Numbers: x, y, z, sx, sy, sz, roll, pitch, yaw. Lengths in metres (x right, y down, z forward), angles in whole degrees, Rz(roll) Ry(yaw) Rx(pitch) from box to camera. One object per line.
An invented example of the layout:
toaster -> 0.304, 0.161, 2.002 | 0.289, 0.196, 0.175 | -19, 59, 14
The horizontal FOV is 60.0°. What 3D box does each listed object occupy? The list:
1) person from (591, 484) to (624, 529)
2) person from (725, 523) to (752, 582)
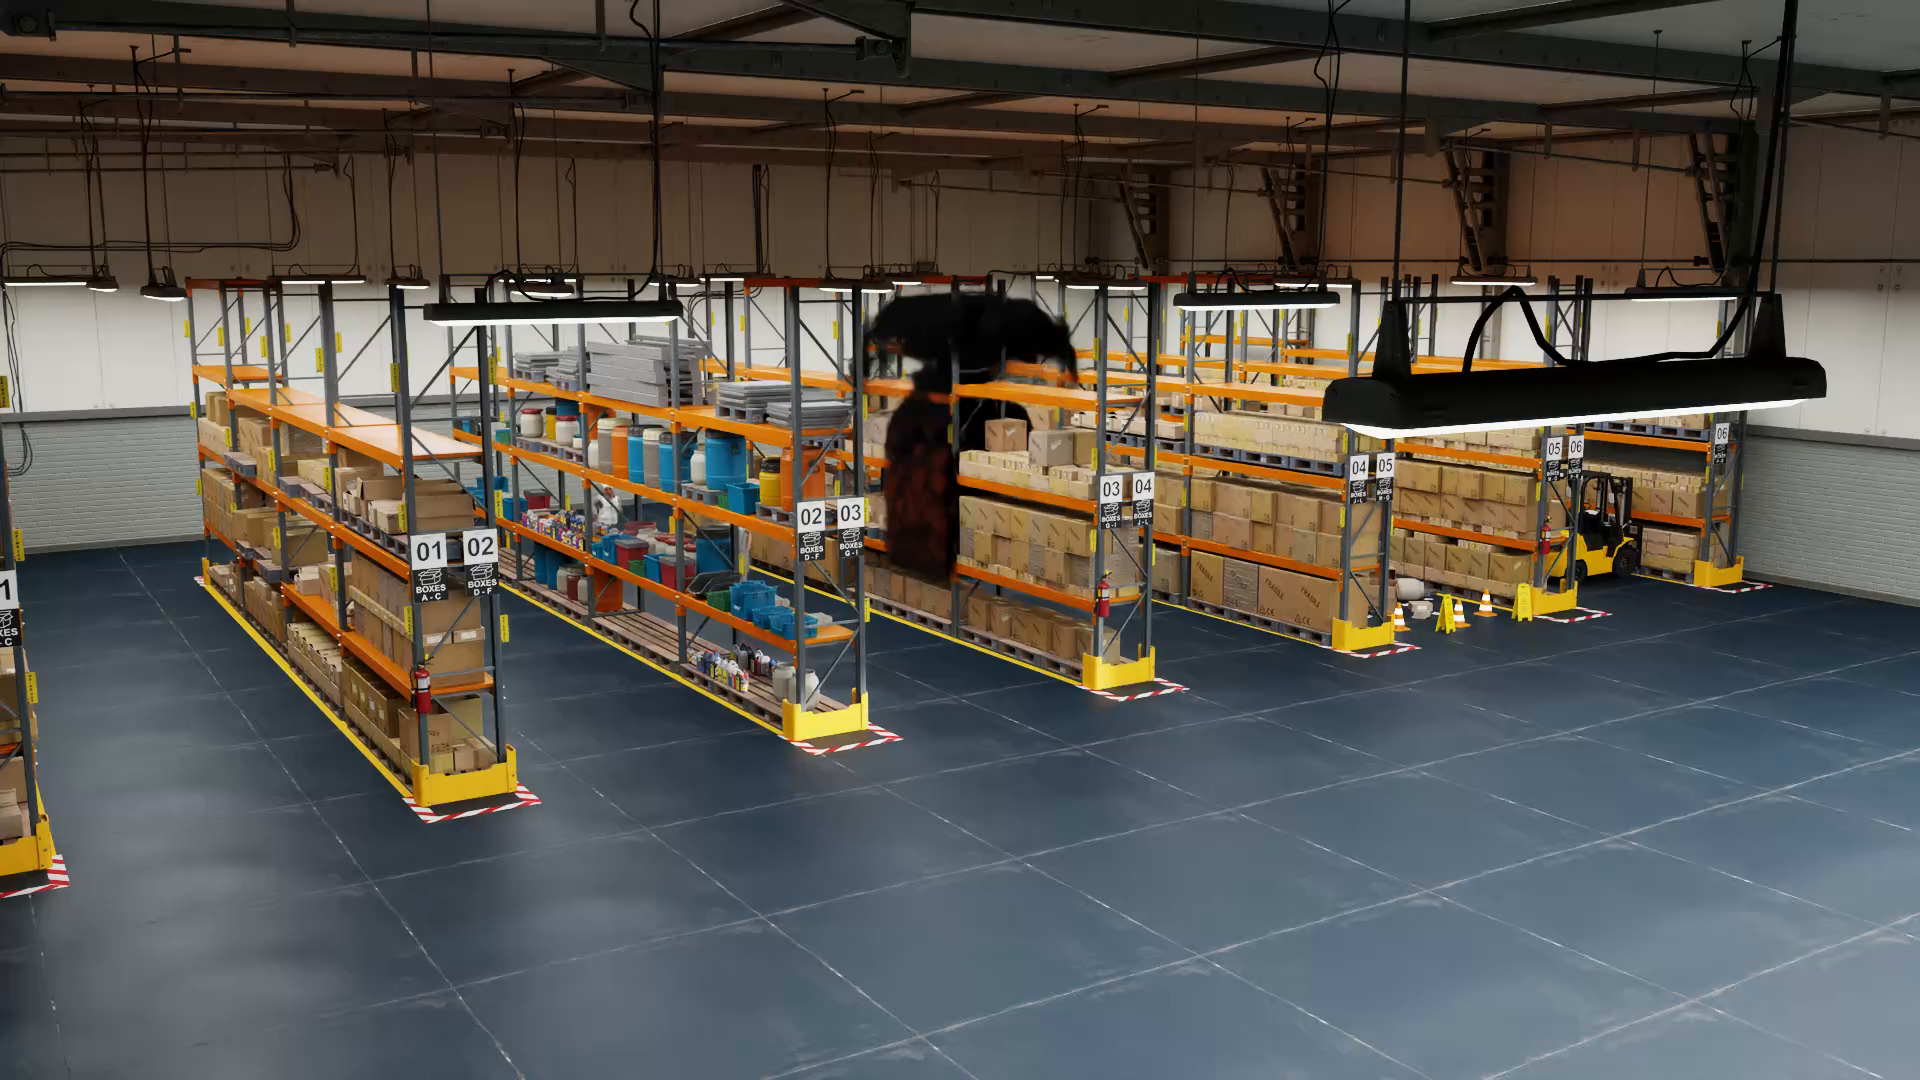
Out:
person -> -7.360, -0.343, 34.746 | 0.926, 1.803, 0.612 | 9, 13, 43
person -> -4.027, 0.197, 30.211 | 0.589, 1.656, 0.707 | -6, 12, -34
